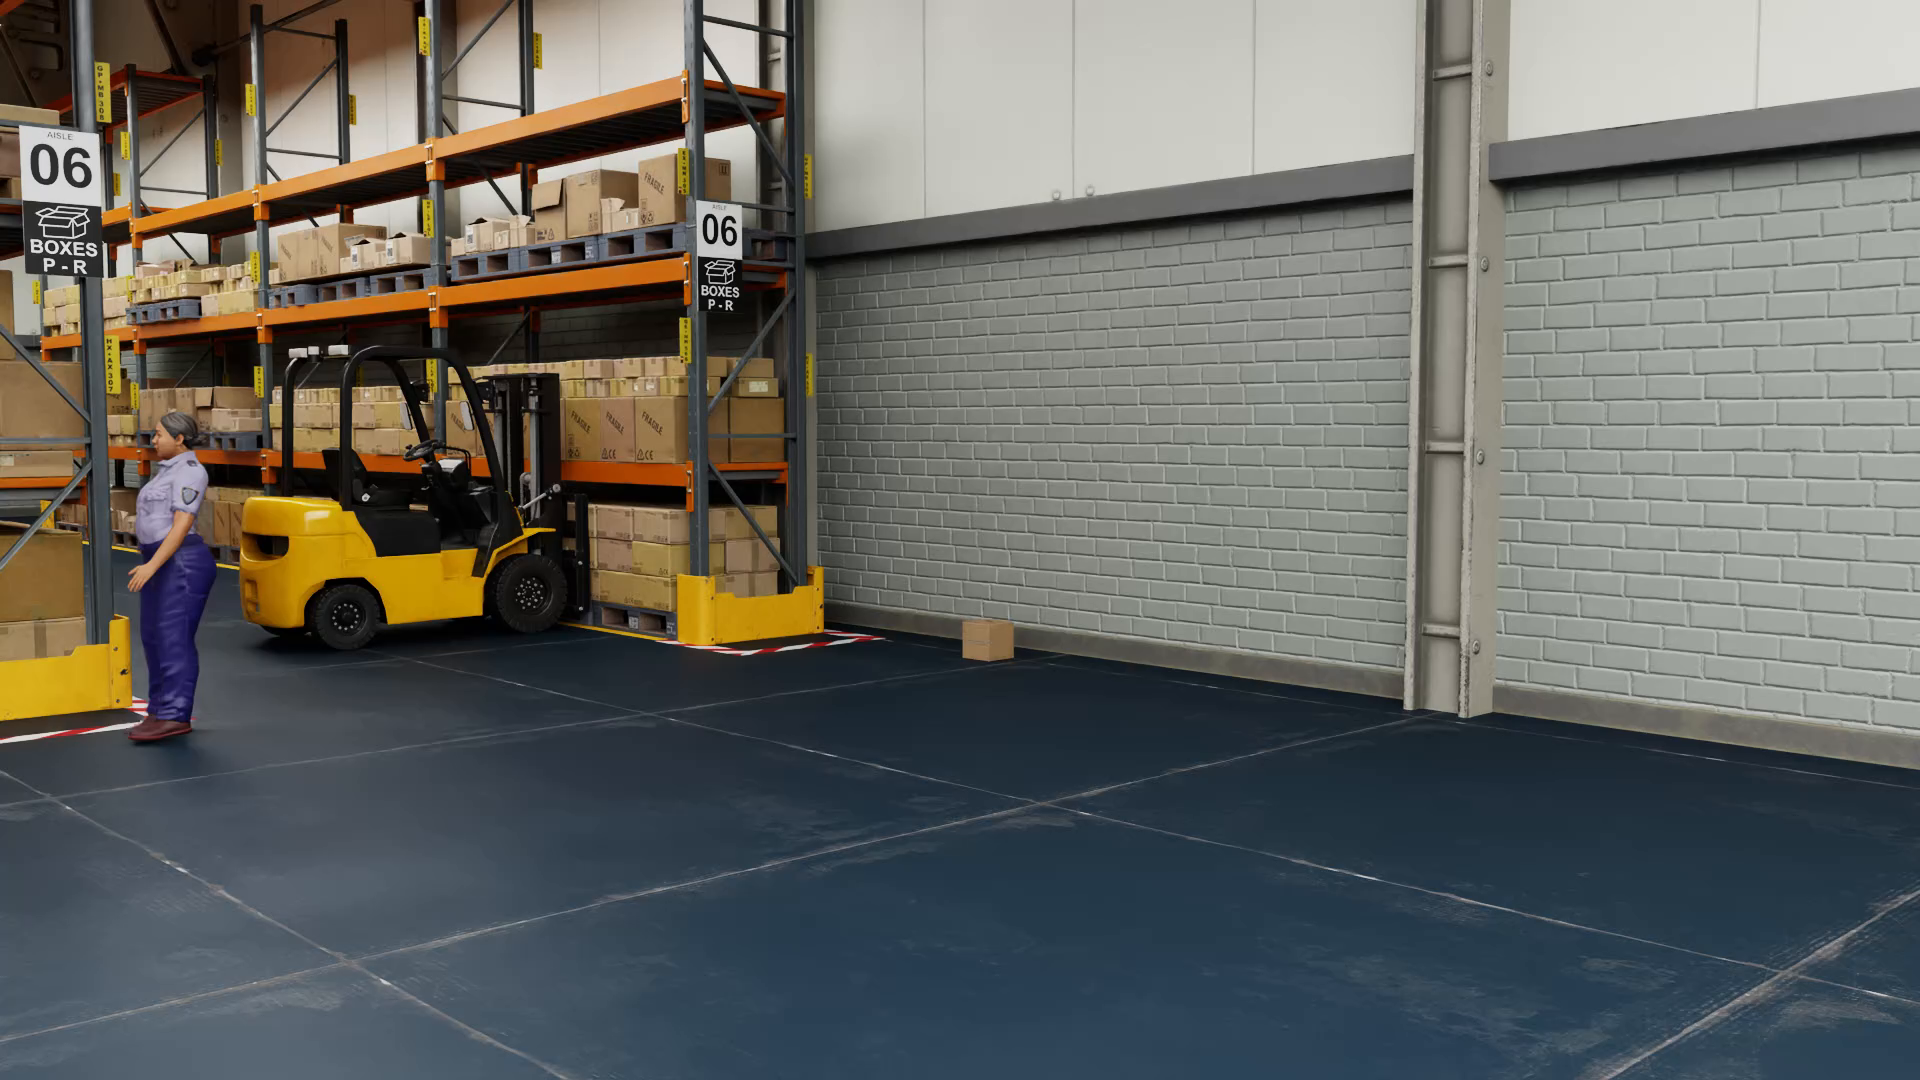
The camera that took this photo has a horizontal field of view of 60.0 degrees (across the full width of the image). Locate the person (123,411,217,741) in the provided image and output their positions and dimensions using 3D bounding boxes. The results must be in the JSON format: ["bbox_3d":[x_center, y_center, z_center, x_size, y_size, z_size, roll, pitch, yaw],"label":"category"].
[{"bbox_3d":[-4.058,0.198,8.486,0.452,1.704,0.515,-3,5,-40],"label":"person"}]
